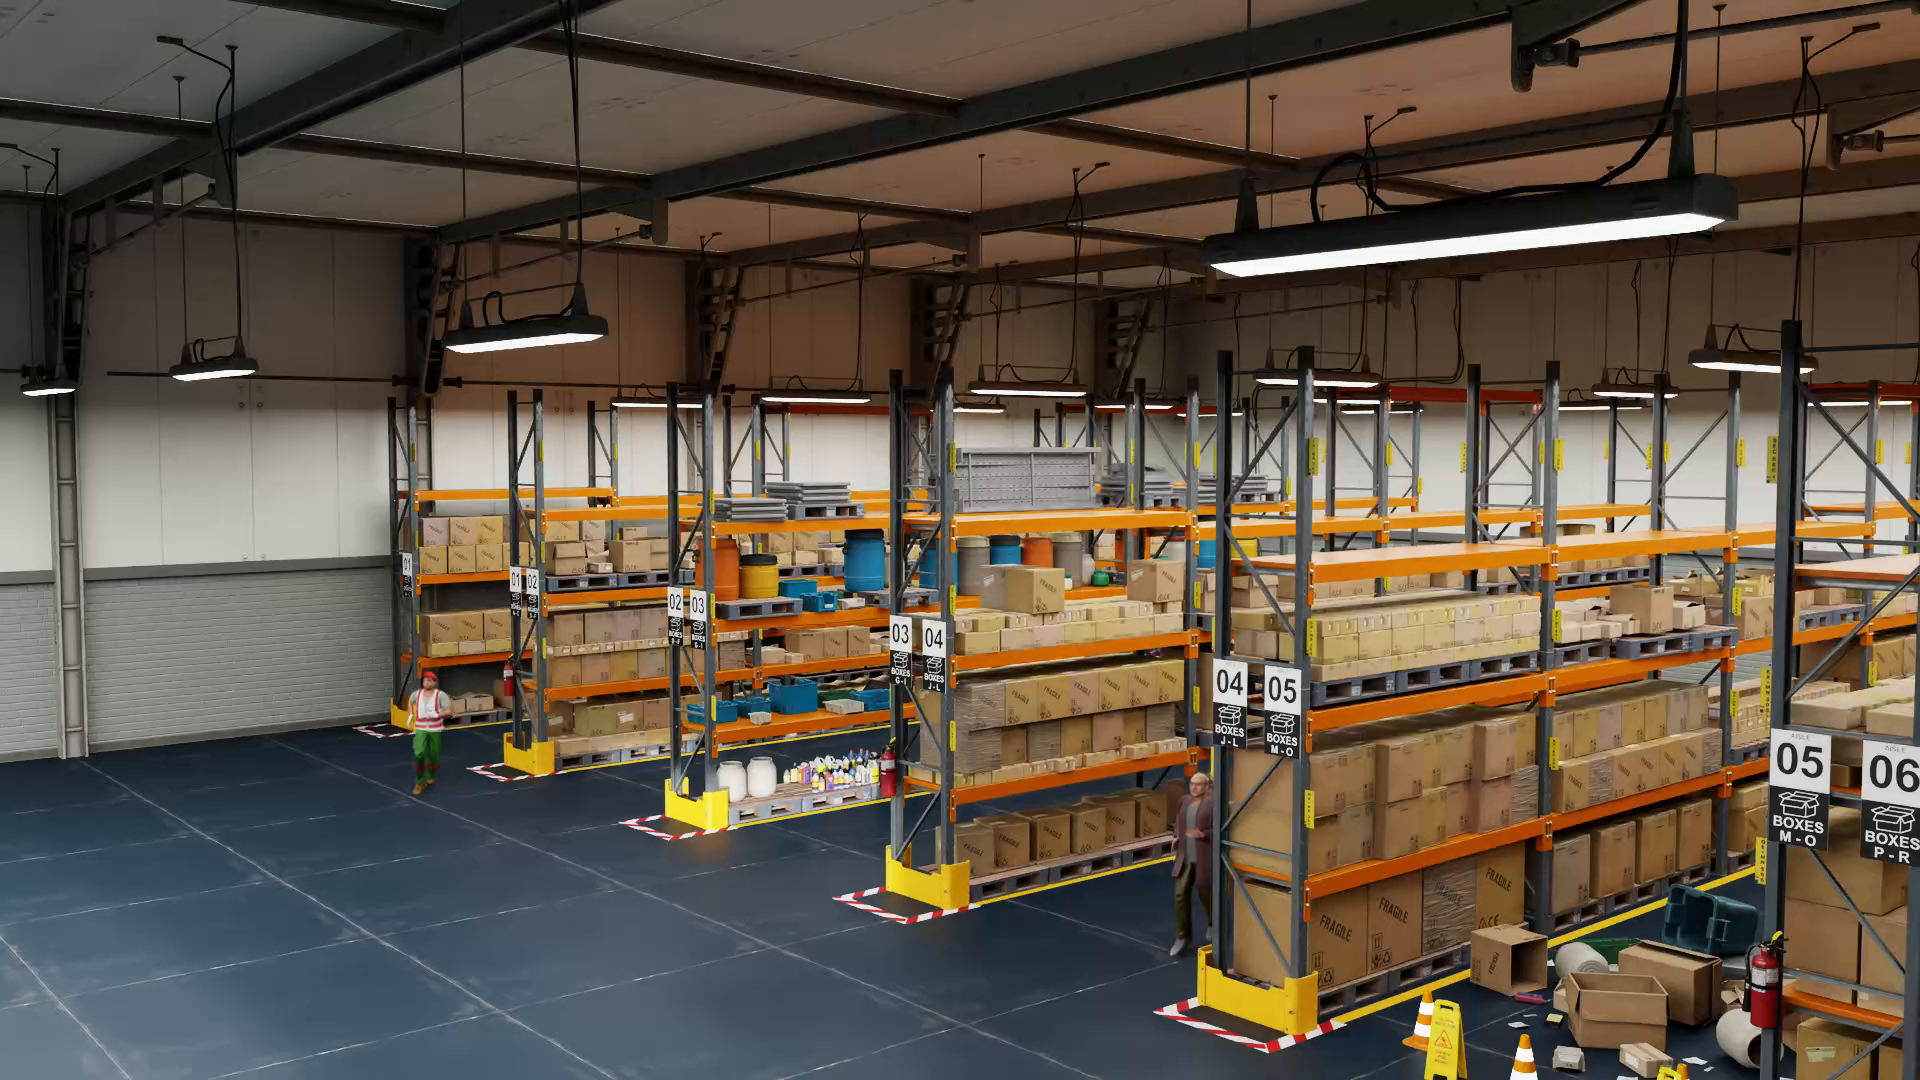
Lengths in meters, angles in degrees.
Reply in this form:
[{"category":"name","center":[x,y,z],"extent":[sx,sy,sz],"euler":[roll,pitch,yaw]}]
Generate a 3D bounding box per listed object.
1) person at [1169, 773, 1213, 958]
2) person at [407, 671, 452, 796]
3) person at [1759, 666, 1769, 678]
[{"category":"person","center":[2.434,3.277,16.979],"extent":[0.694,1.823,0.876],"euler":[2,4,34]},{"category":"person","center":[-7.852,2.843,24.627],"extent":[0.651,1.820,0.705],"euler":[-1,3,-11]},{"category":"person","center":[12.414,2.817,25.600],"extent":[0.740,1.772,0.632],"euler":[-2,4,-31]}]
